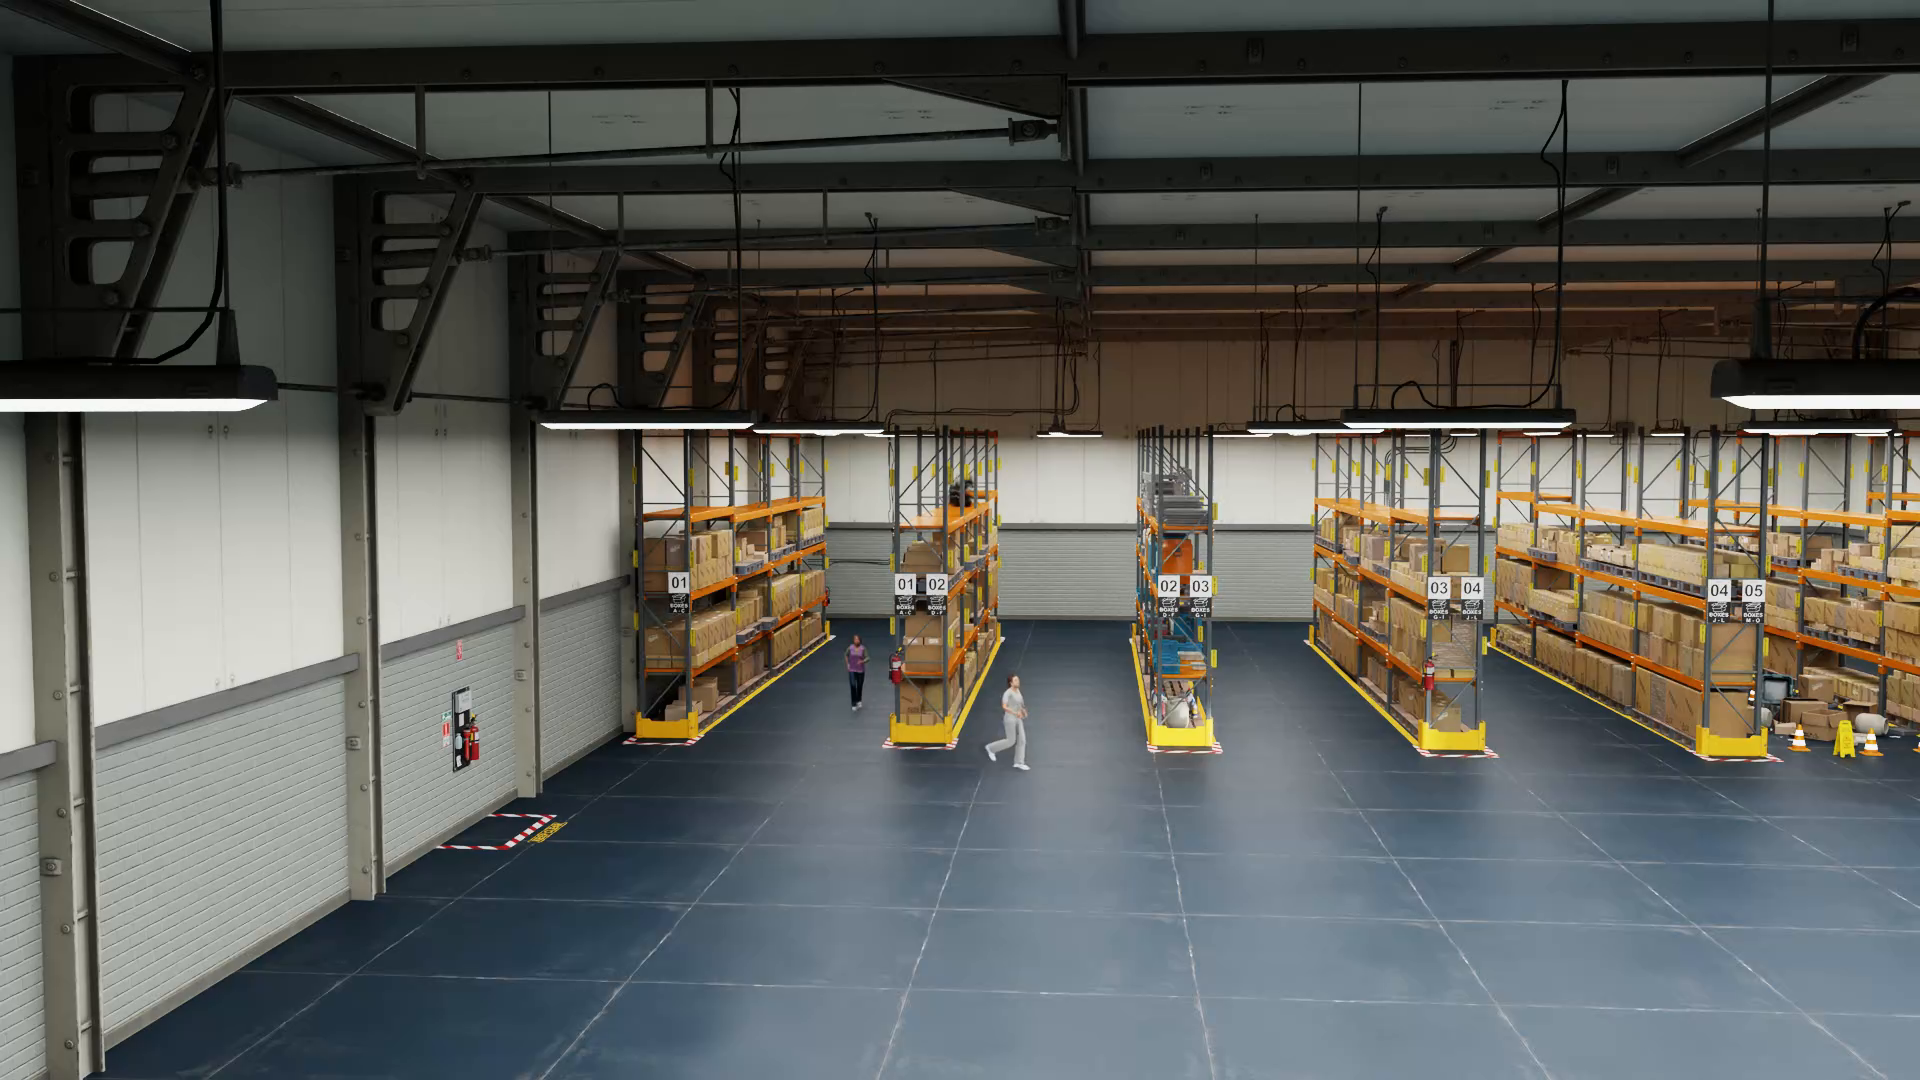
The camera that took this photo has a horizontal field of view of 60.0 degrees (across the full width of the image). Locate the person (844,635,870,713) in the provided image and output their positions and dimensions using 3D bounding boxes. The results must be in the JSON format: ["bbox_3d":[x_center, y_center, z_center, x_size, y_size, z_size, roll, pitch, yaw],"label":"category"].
[{"bbox_3d":[-2.190,2.813,35.171,0.514,1.640,0.655,0,3,-3],"label":"person"}]

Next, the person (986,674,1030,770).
[{"bbox_3d":[0.880,3.163,29.077,0.819,1.663,0.575,2,4,33],"label":"person"}]

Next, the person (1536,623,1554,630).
[{"bbox_3d":[16.431,2.106,46.845,0.660,1.615,0.702,-3,4,-37],"label":"person"}]
